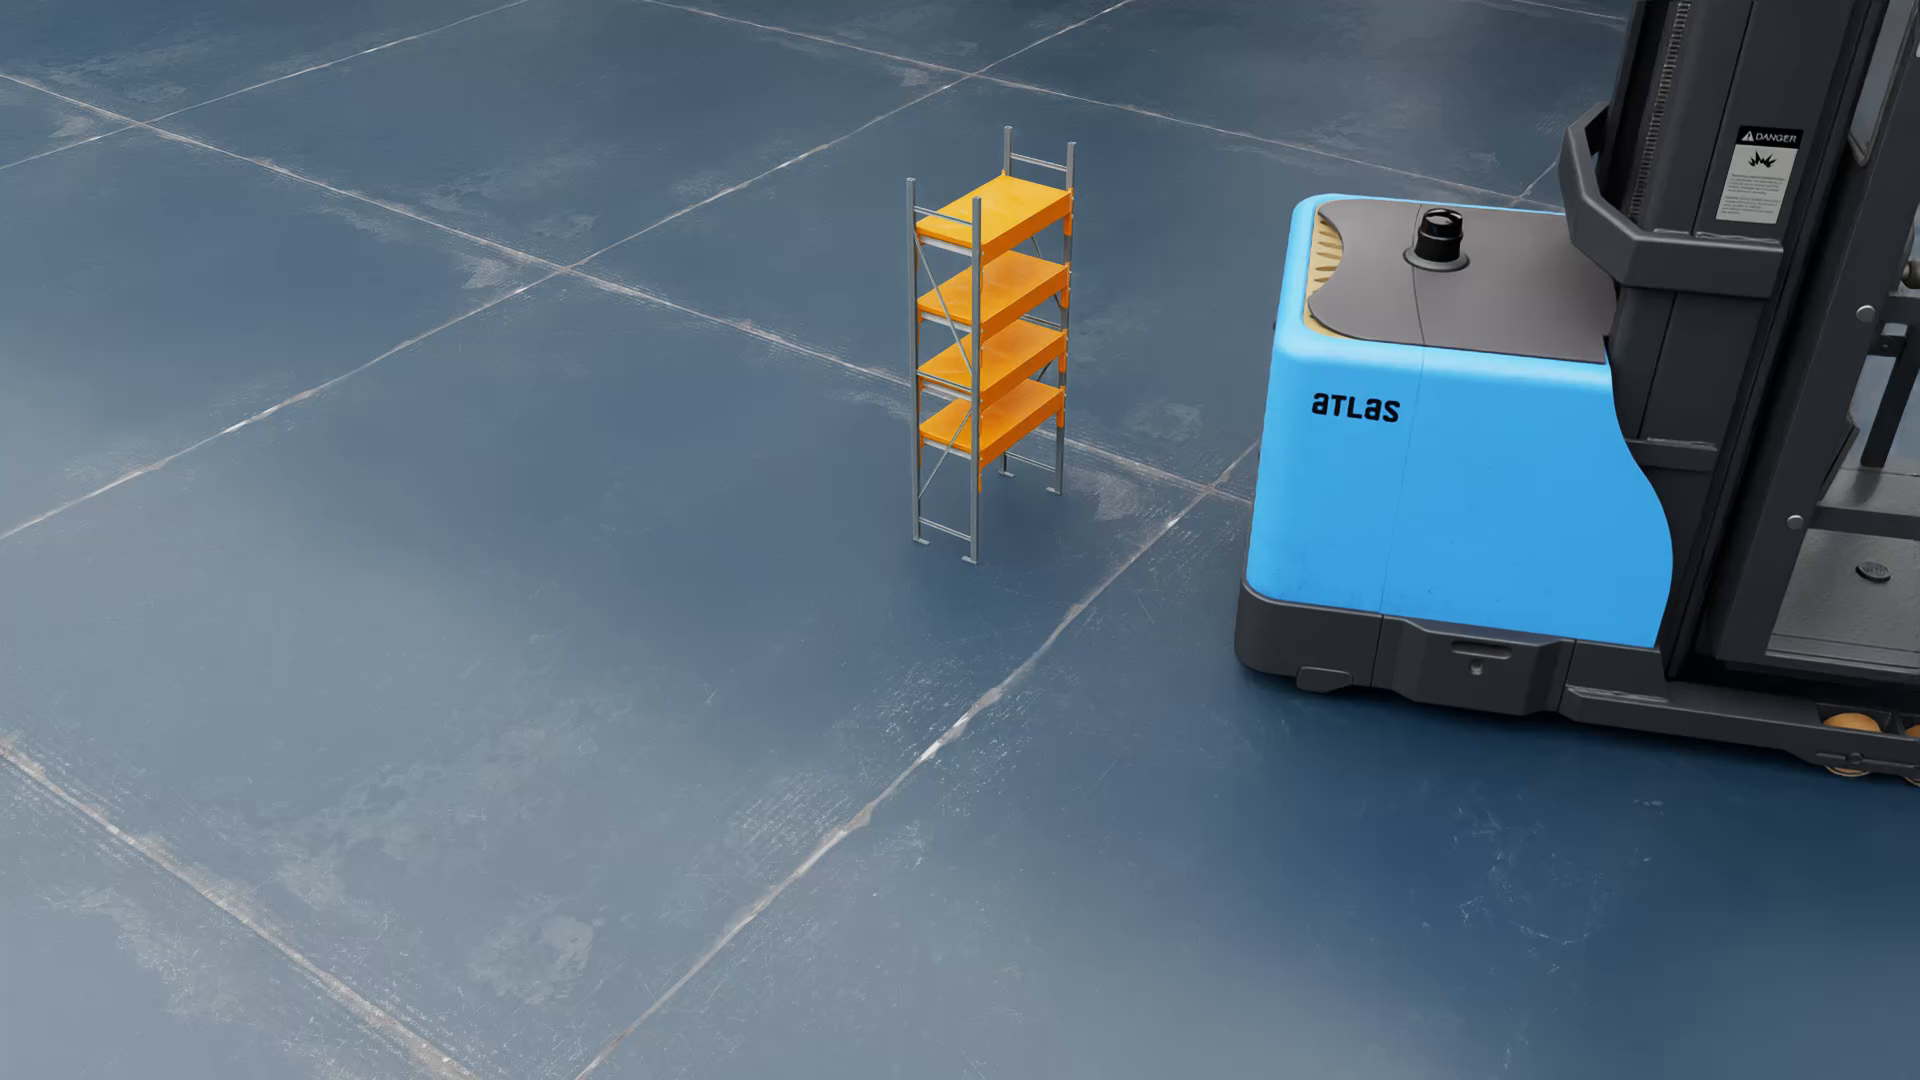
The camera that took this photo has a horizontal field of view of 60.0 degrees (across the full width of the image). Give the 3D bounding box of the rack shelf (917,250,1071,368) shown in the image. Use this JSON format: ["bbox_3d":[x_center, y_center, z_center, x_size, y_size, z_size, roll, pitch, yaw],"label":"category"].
[{"bbox_3d":[0.094,-0.703,4.939,0.258,0.148,0.480,21,39,28],"label":"rack shelf"}]

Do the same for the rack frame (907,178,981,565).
[{"bbox_3d":[-0.045,-0.461,4.860,0.240,1.200,0.015,21,39,28],"label":"rack frame"}]

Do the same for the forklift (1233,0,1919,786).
[{"bbox_3d":[2.340,-0.901,3.966,3.031,2.935,1.130,7,35,10],"label":"forklift"}]

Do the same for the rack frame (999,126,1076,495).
[{"bbox_3d":[0.234,-0.685,5.193,0.240,1.200,0.015,21,39,28],"label":"rack frame"}]

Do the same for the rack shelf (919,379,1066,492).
[{"bbox_3d":[0.094,-0.353,5.175,0.258,0.148,0.480,21,39,28],"label":"rack shelf"}]

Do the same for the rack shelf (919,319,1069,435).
[{"bbox_3d":[0.094,-0.517,5.064,0.258,0.148,0.480,21,39,28],"label":"rack shelf"}]

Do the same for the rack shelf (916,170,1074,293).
[{"bbox_3d":[0.094,-0.899,4.806,0.258,0.148,0.480,21,39,28],"label":"rack shelf"}]

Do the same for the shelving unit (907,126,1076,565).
[{"bbox_3d":[0.094,-0.573,5.027,0.258,1.200,0.503,21,39,28],"label":"shelving unit"}]
